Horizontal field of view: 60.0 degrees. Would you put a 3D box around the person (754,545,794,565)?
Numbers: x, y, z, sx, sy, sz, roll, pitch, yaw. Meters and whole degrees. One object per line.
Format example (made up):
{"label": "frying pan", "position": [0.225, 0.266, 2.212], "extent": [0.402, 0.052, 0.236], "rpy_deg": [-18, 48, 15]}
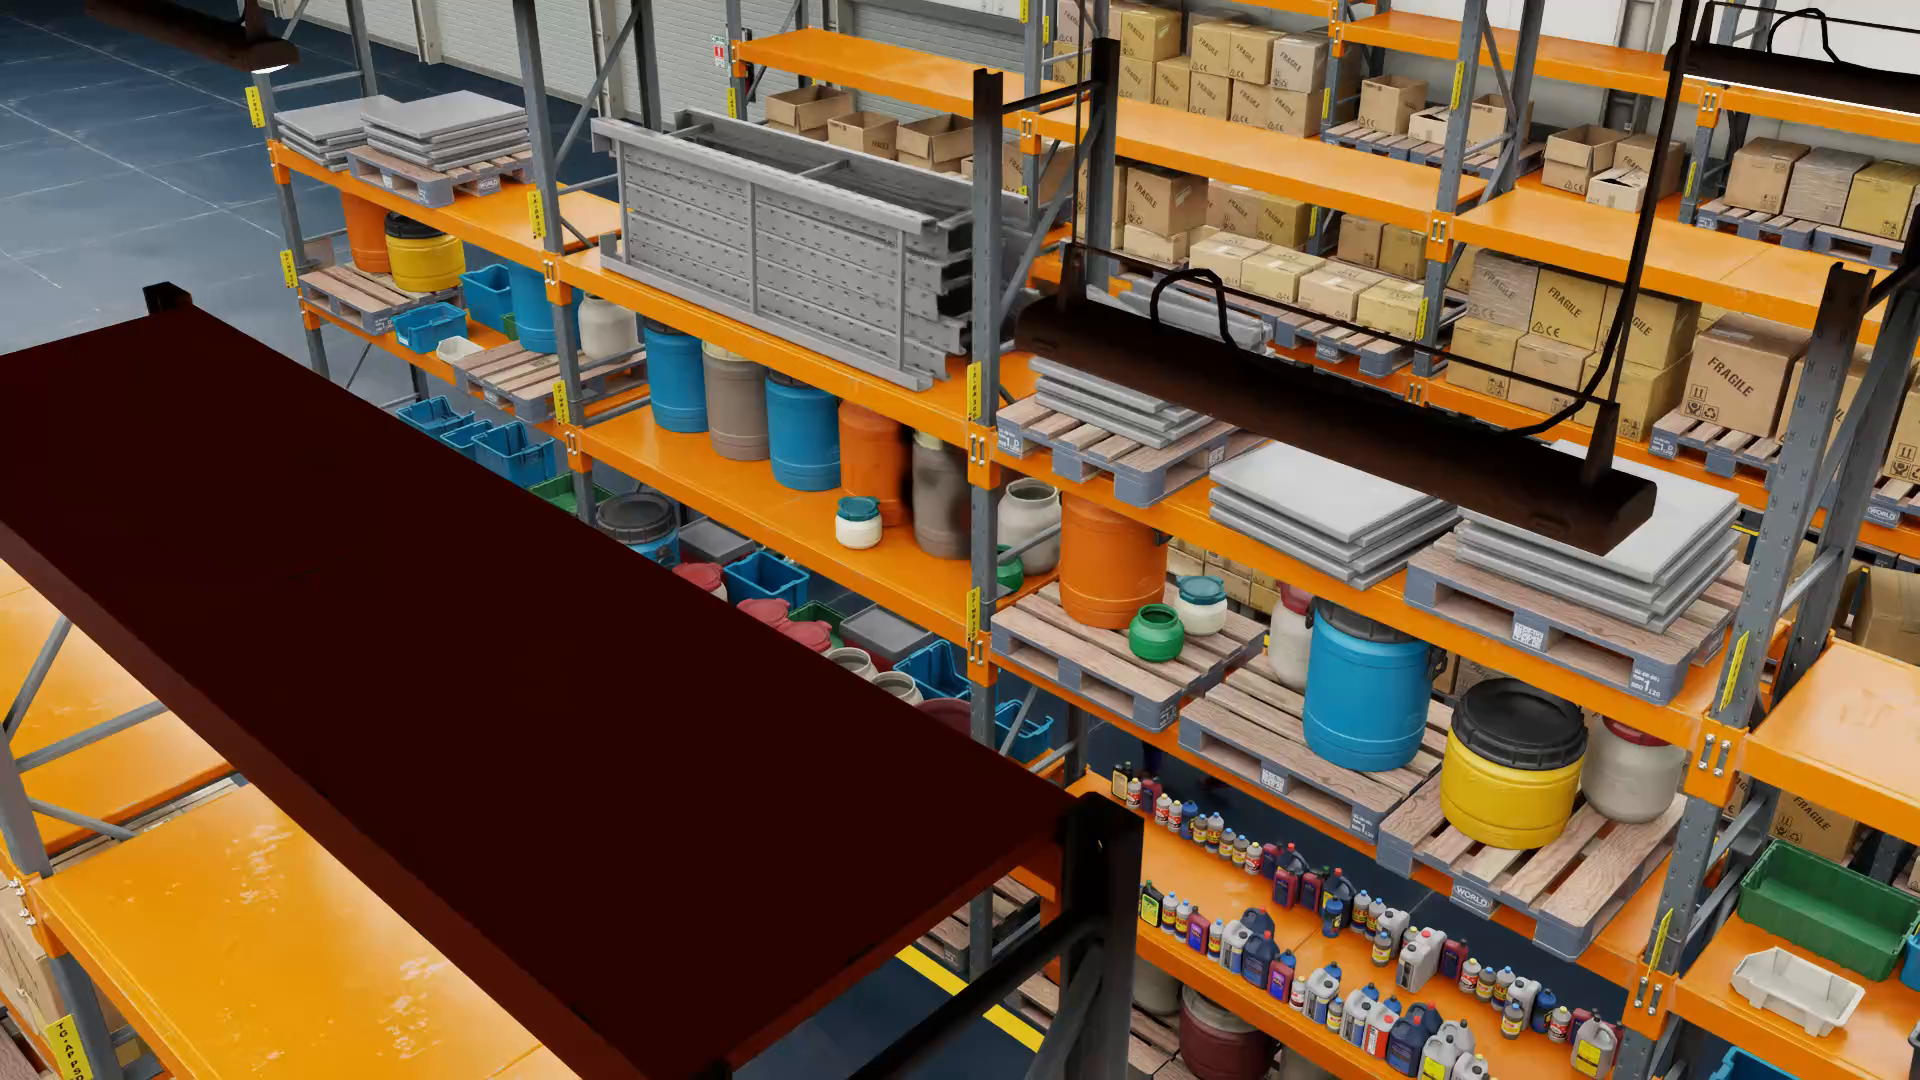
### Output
{"label": "person", "position": [-1.845, -0.502, 15.599], "extent": [0.705, 1.539, 0.541], "rpy_deg": [4, 30, 8]}

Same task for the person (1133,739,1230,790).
{"label": "person", "position": [1.681, 1.184, 12.463], "extent": [0.841, 1.706, 0.563], "rpy_deg": [22, 36, 34]}
